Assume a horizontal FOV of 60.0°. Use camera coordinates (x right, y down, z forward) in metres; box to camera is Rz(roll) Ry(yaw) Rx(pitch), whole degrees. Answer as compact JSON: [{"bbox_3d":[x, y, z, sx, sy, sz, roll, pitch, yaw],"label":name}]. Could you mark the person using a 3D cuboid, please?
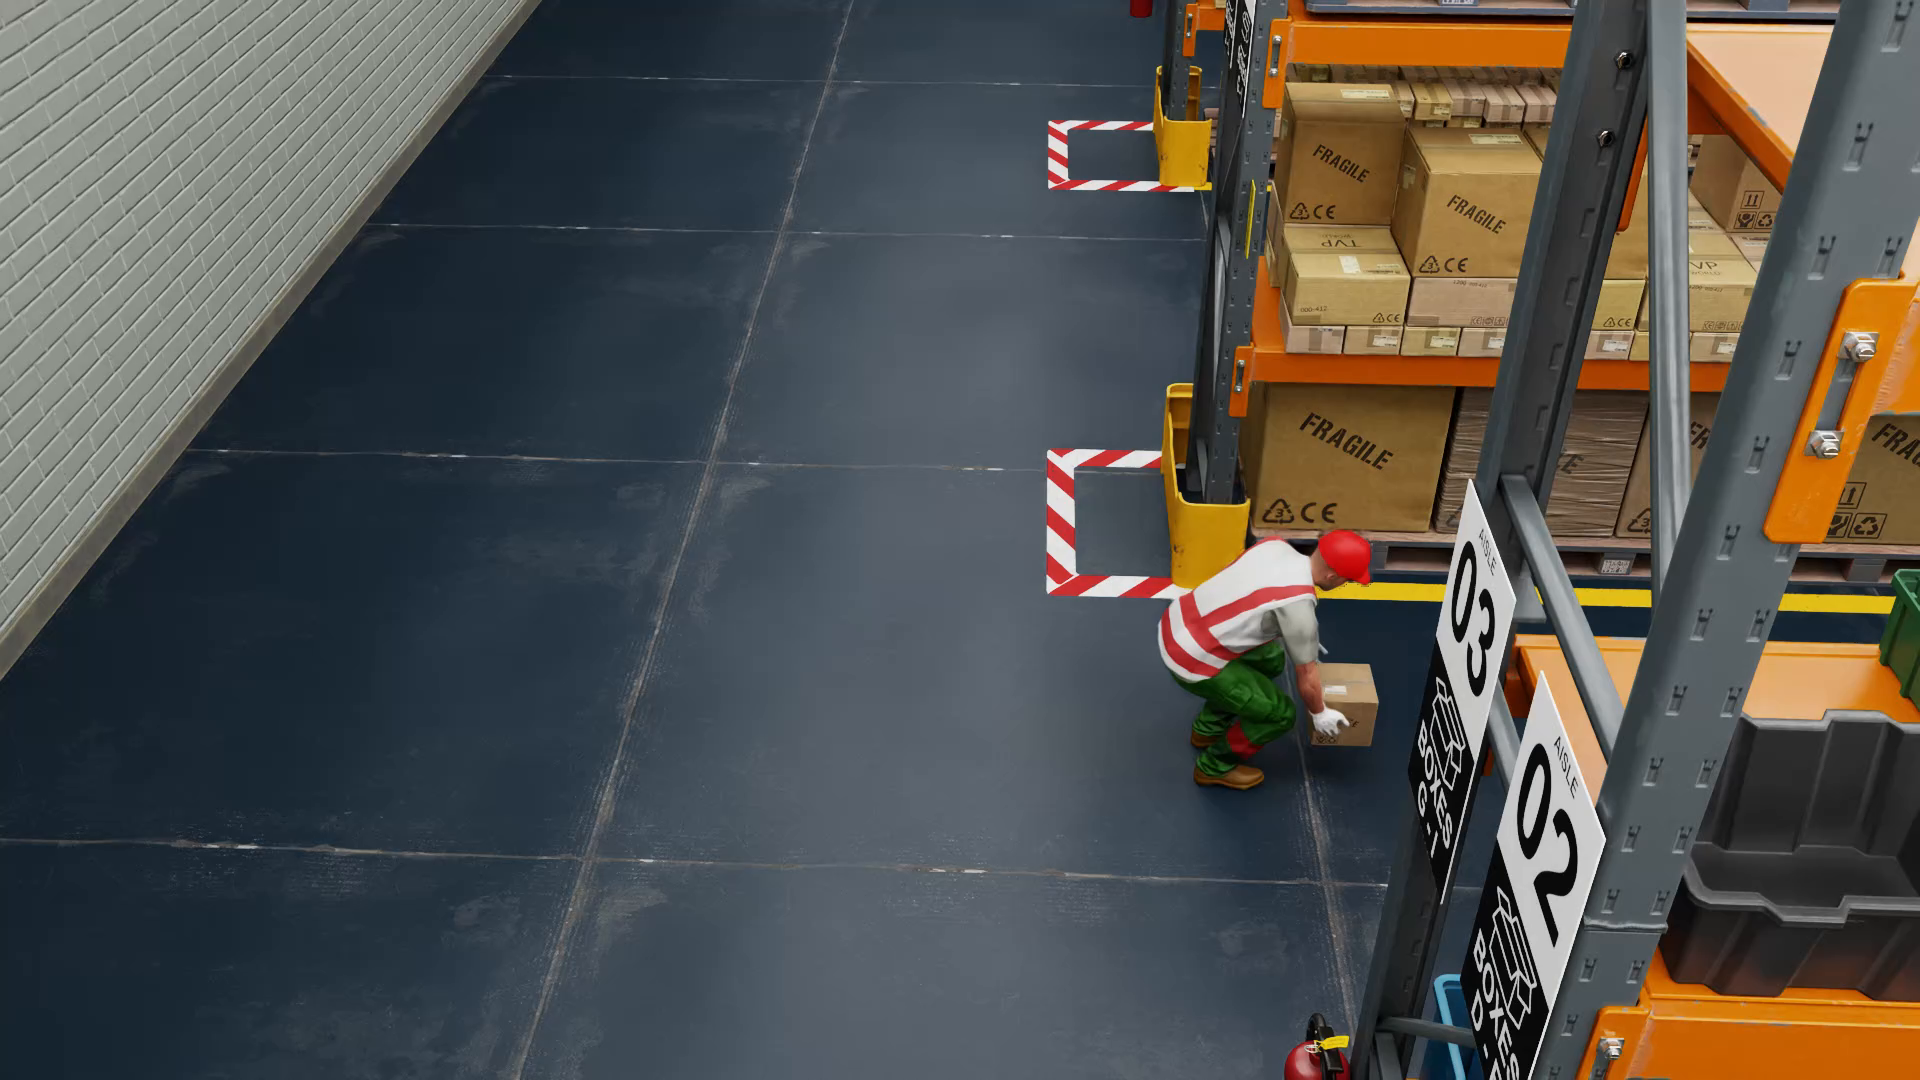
[{"bbox_3d":[1.246,0.458,6.975,0.845,1.186,0.586,1,35,2],"label":"person"}]
